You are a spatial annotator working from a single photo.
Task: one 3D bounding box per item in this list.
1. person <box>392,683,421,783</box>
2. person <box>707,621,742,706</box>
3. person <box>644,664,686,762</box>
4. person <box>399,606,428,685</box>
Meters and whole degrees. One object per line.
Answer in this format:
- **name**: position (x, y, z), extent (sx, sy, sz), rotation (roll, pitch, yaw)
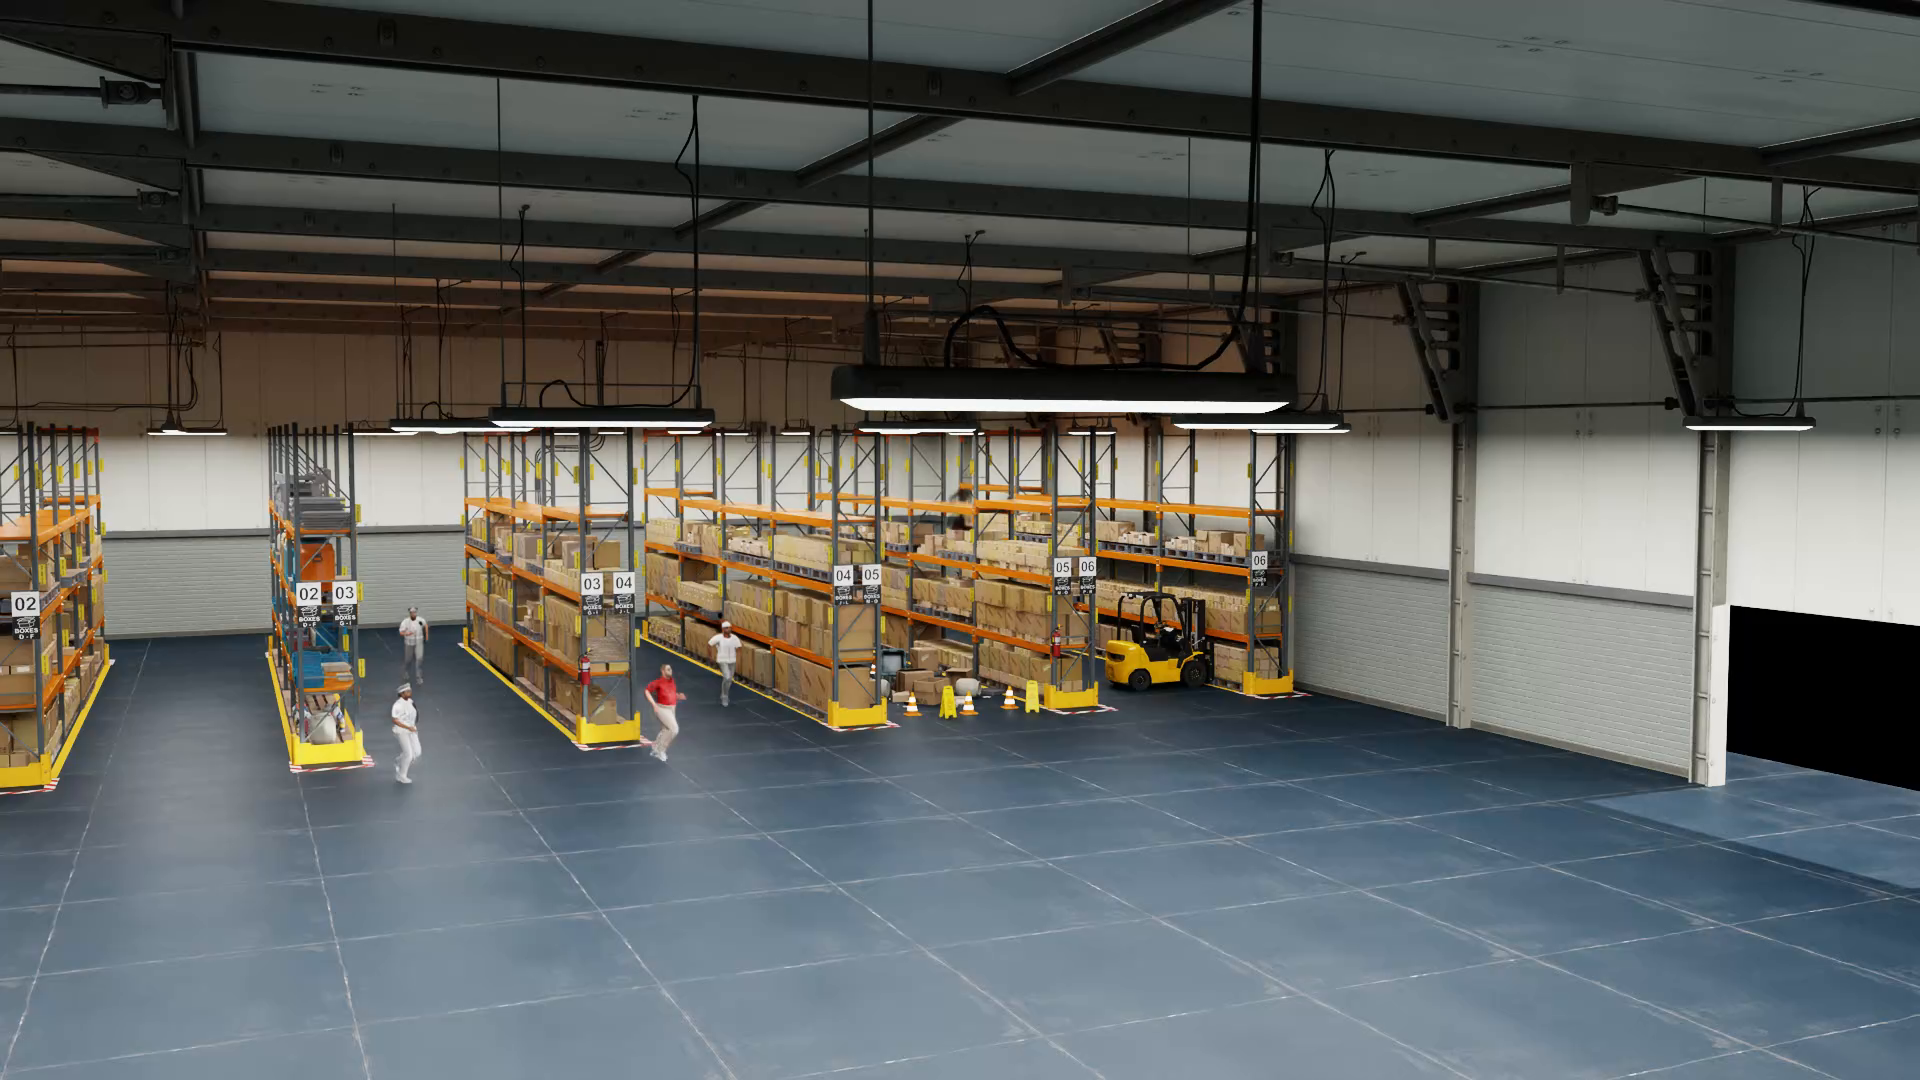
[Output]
- **person**: position (-9.249, 3.212, 27.775), extent (0.564, 1.672, 0.614), rotation (1, 4, 15)
- **person**: position (-5.018, 2.660, 35.785), extent (0.676, 1.820, 0.750), rotation (-2, 4, -35)
- **person**: position (-5.209, 3.069, 29.566), extent (0.705, 1.722, 0.641), rotation (1, 4, 20)
- **person**: position (-12.836, 2.451, 39.083), extent (0.671, 1.825, 0.964), rotation (-2, 4, -25)
